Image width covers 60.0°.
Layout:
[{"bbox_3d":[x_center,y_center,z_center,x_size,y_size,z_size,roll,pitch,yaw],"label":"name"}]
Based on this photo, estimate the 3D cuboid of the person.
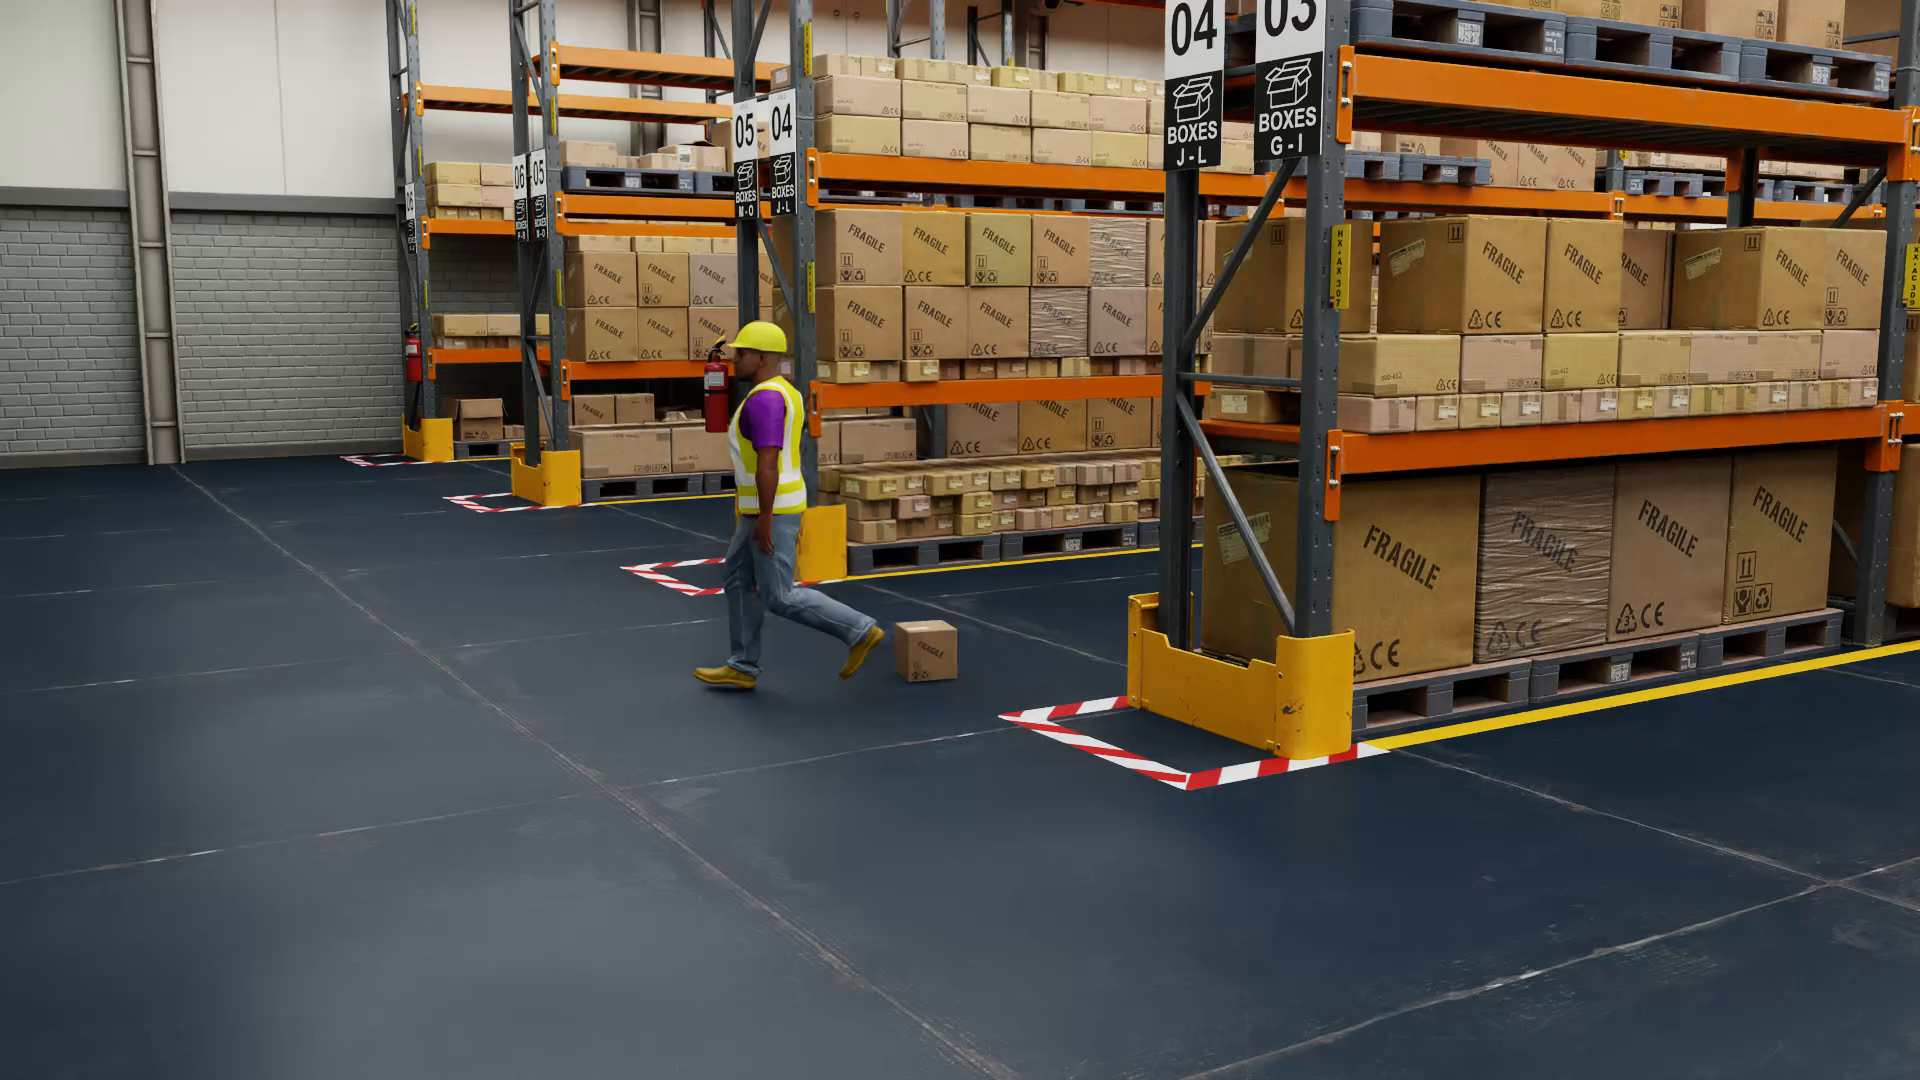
[{"bbox_3d":[-0.818,-0.147,7.795,0.921,1.735,0.610,0,8,-2],"label":"person"}]
